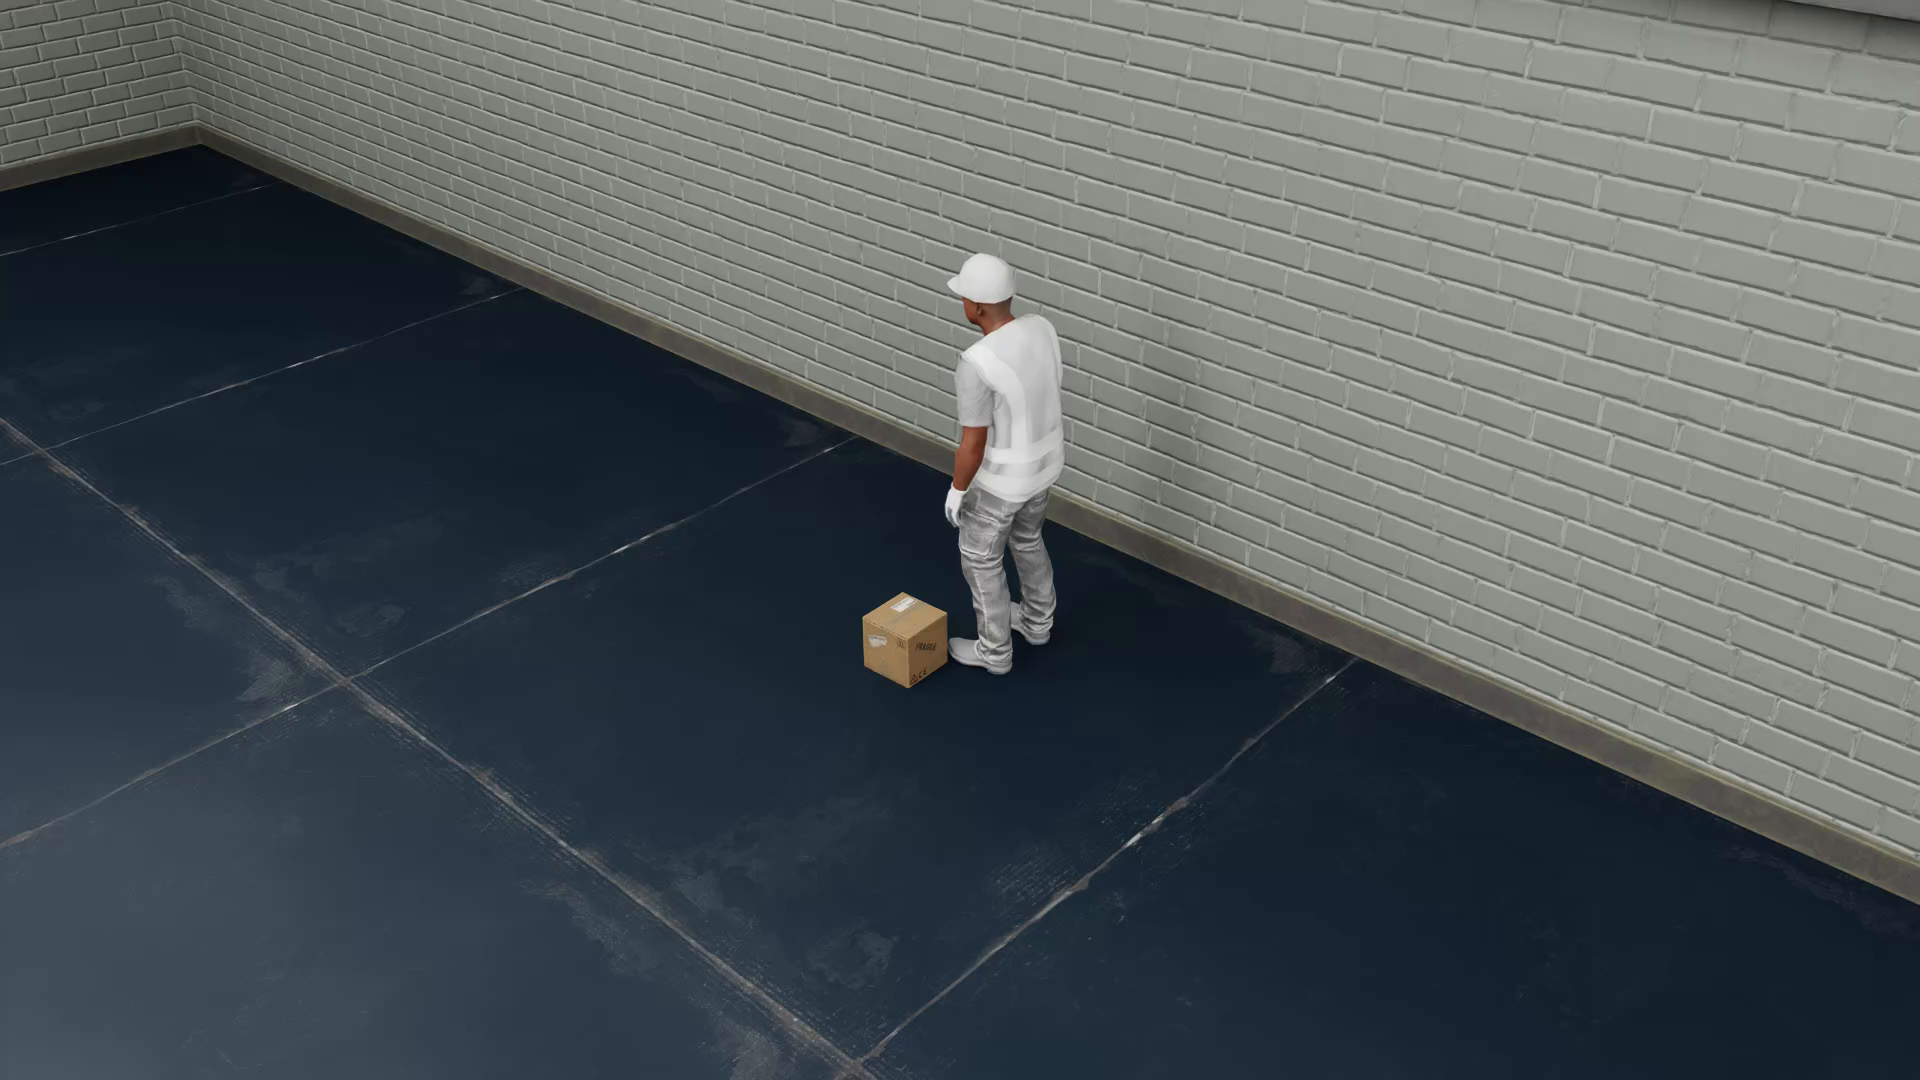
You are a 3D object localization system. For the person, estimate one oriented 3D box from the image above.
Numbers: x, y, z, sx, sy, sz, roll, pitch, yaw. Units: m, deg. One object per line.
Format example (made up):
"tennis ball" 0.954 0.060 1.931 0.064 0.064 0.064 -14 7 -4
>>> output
"person" 0.165 -0.284 6.594 0.448 1.774 0.628 23 38 32
